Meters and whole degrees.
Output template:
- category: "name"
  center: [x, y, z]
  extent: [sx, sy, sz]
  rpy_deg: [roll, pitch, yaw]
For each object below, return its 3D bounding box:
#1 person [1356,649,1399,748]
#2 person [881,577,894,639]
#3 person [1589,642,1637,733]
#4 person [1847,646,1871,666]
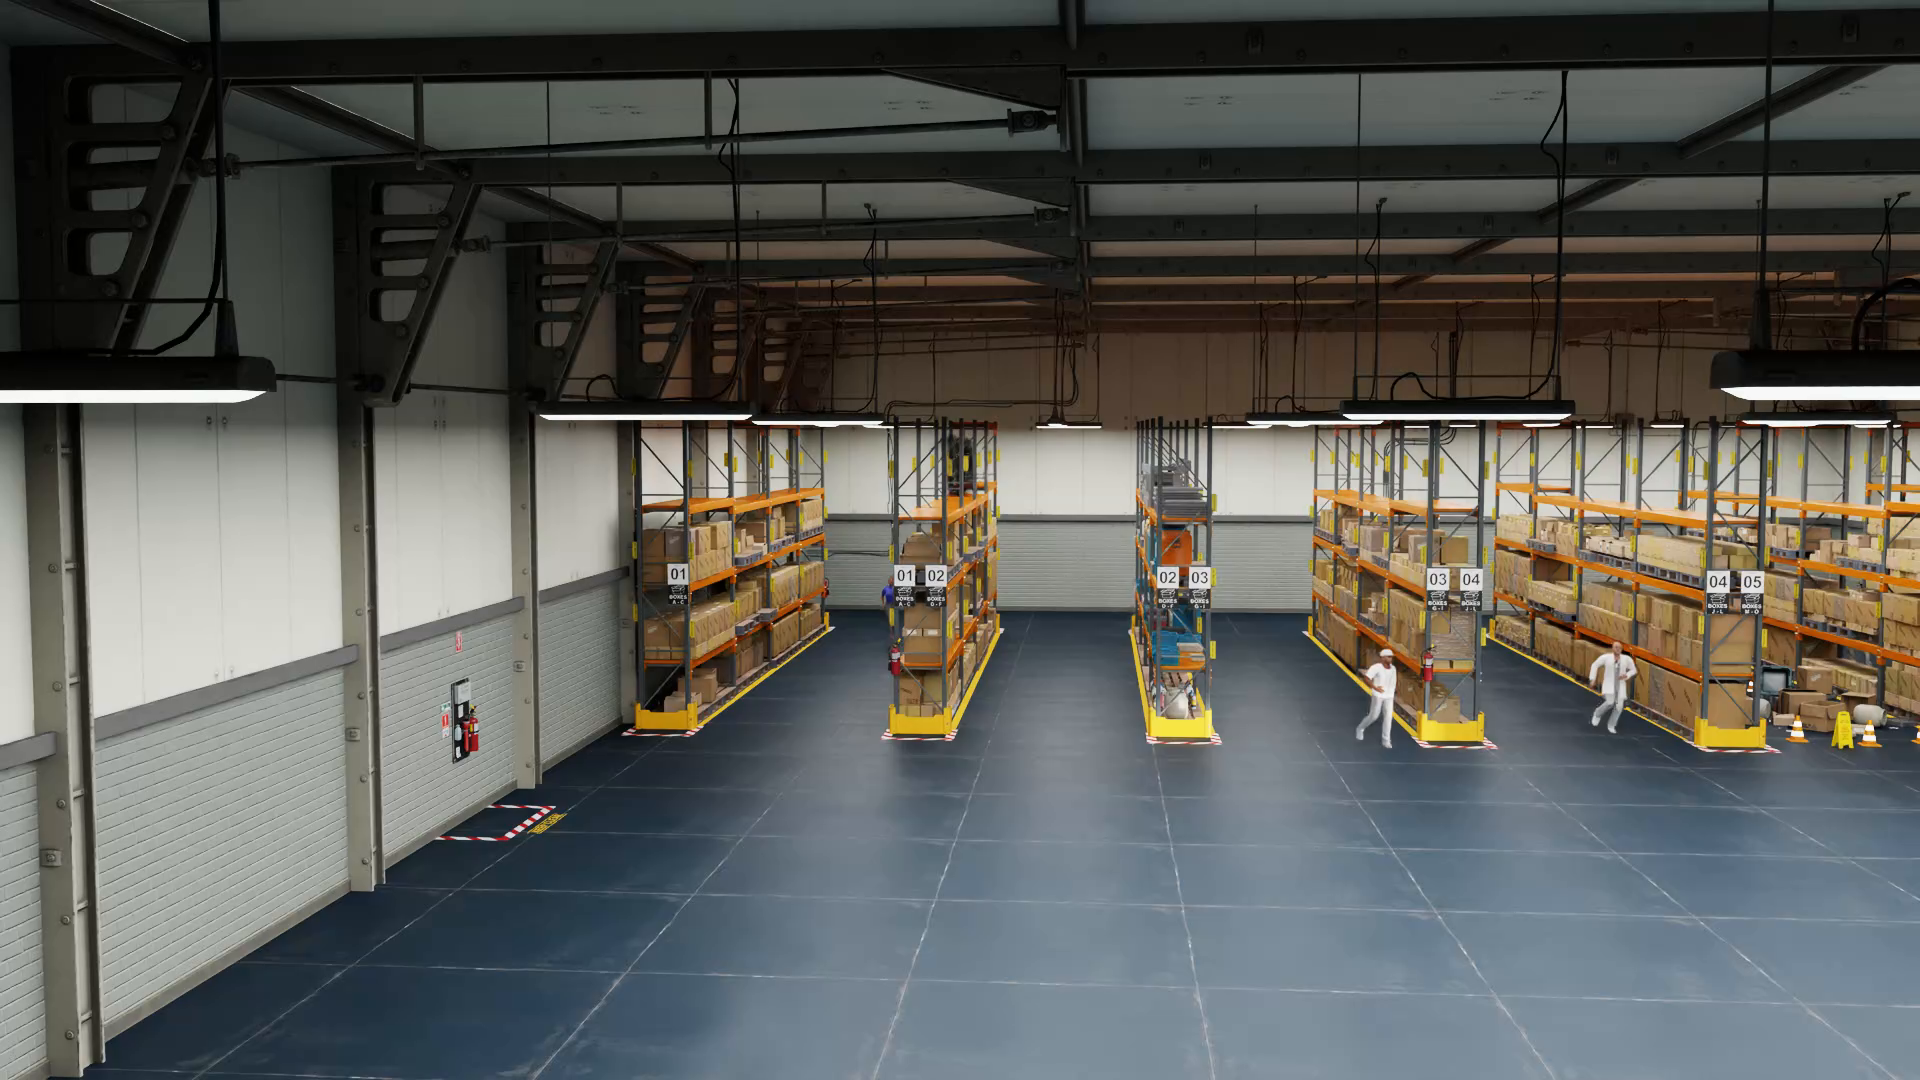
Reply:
- category: "person"
  center: [7.730, 2.864, 30.311]
  extent: [0.762, 1.736, 0.966]
  rpy_deg: [-1, 4, -19]
- category: "person"
  center: [-1.803, 1.778, 43.704]
  extent: [0.571, 1.620, 0.607]
  rpy_deg: [0, 4, -2]
- category: "person"
  center: [12.465, 2.807, 31.707]
  extent: [0.818, 1.735, 0.553]
  rpy_deg: [0, 4, 0]
- category: "person"
  center: [21.620, 2.266, 40.060]
  extent: [0.619, 1.725, 0.856]
  rpy_deg: [0, 4, 5]
